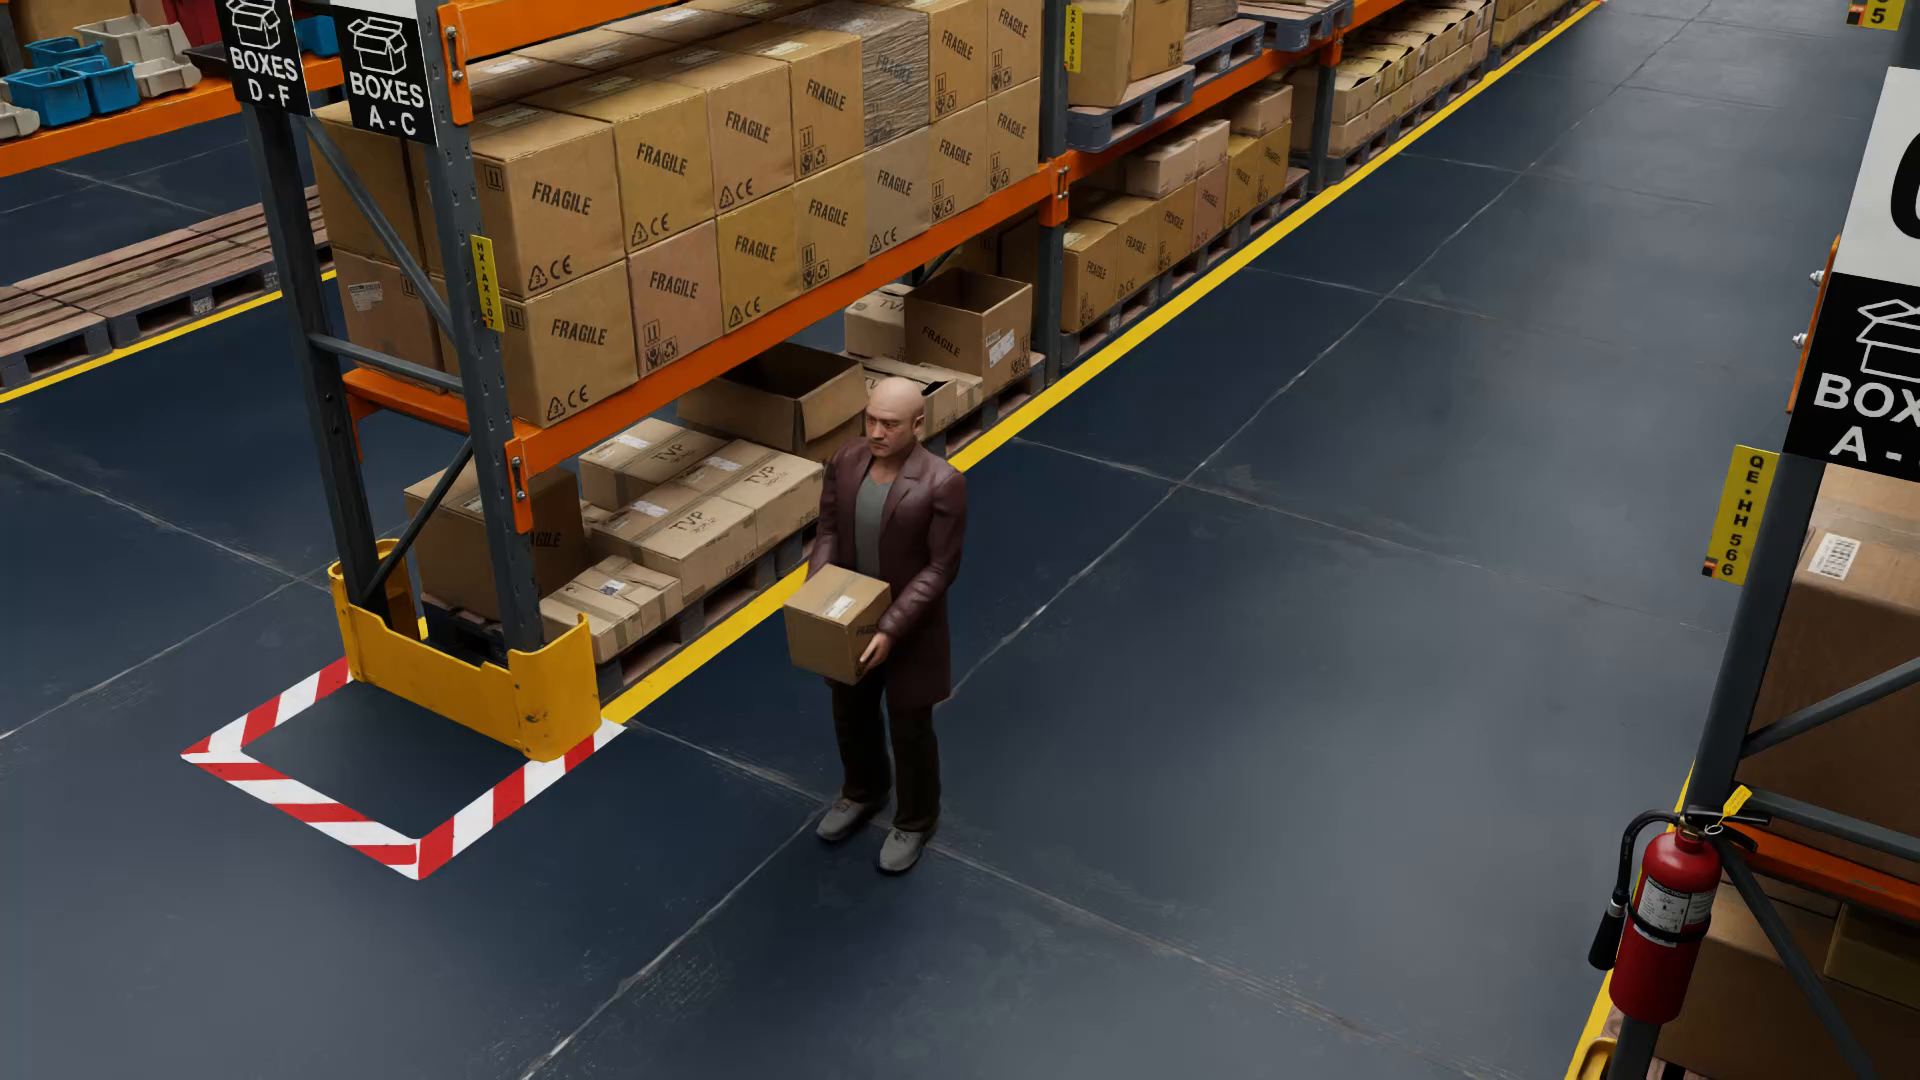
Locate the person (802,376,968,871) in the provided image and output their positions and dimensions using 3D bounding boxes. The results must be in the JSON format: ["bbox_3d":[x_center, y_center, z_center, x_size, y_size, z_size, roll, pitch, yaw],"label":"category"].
[{"bbox_3d":[-0.292,0.320,5.585,0.548,1.780,0.535,17,34,27],"label":"person"}]
